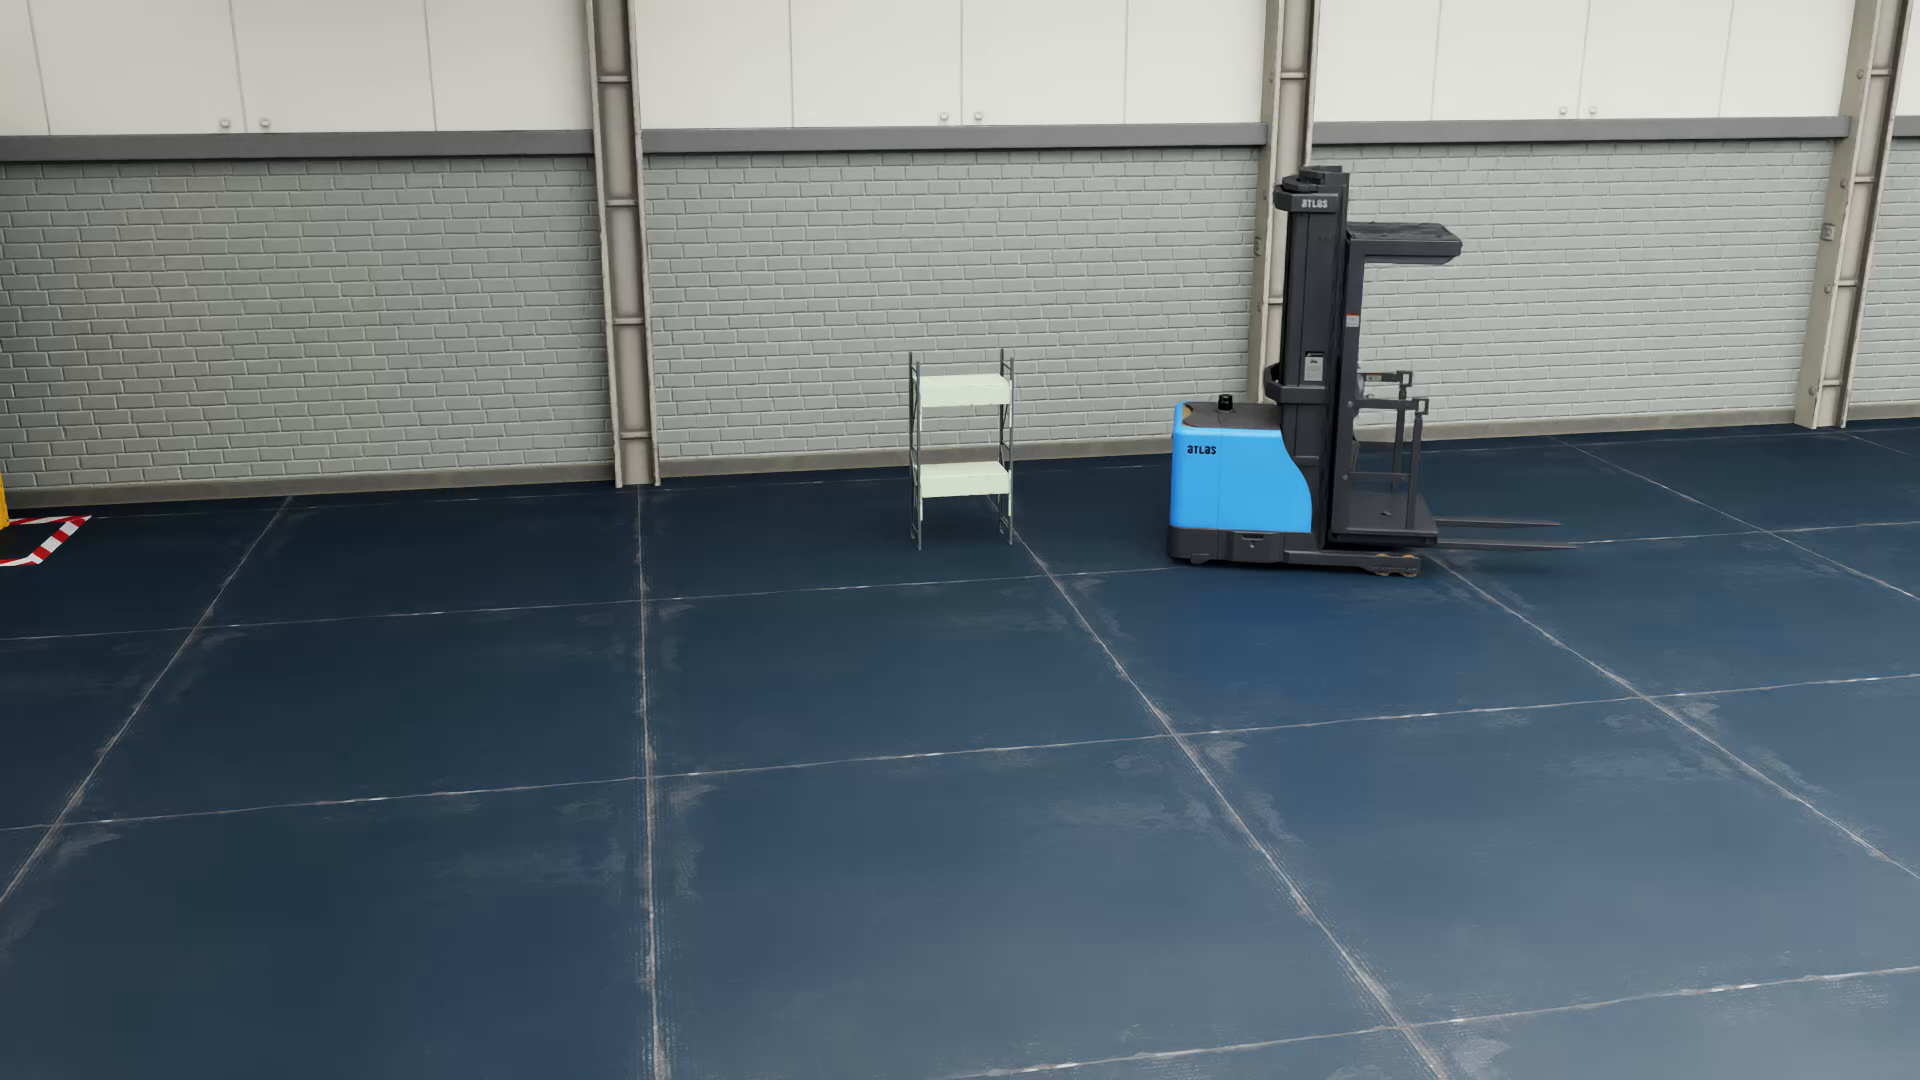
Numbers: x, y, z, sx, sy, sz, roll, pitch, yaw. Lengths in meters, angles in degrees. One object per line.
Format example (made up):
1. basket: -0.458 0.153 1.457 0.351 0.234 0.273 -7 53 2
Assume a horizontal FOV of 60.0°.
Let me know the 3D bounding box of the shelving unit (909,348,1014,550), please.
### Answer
1. shelving unit: 0.007 -0.717 13.093 0.755 1.500 0.431 -3 17 -10

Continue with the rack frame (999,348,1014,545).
1. rack frame: 0.366 -0.738 13.159 0.023 1.500 0.400 -3 17 -10

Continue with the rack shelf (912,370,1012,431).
1. rack shelf: 0.007 -1.090 12.978 0.720 0.370 0.431 -3 17 -10

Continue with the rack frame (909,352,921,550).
1. rack frame: -0.353 -0.697 13.026 0.023 1.500 0.400 -3 17 -10

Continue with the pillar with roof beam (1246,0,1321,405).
1. pillar with roof beam: 3.802 -3.917 10.740 0.400 9.000 9.100 -3 17 -10

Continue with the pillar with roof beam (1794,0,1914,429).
1. pillar with roof beam: 9.693 -4.252 11.828 0.400 9.000 9.100 -3 17 -10

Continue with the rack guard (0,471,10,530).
1. rack guard: -7.919 -0.208 13.136 0.348 0.500 1.175 -3 17 -10

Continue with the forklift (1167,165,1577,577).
1. forklift: 3.141 -1.290 12.520 3.031 2.935 1.130 2 17 8

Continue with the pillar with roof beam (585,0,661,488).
1. pillar with roof beam: -2.090 -3.583 9.651 0.400 9.000 9.100 -3 17 -10

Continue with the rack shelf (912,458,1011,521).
1. rack shelf: 0.007 -0.406 13.189 0.720 0.370 0.431 -3 17 -10
